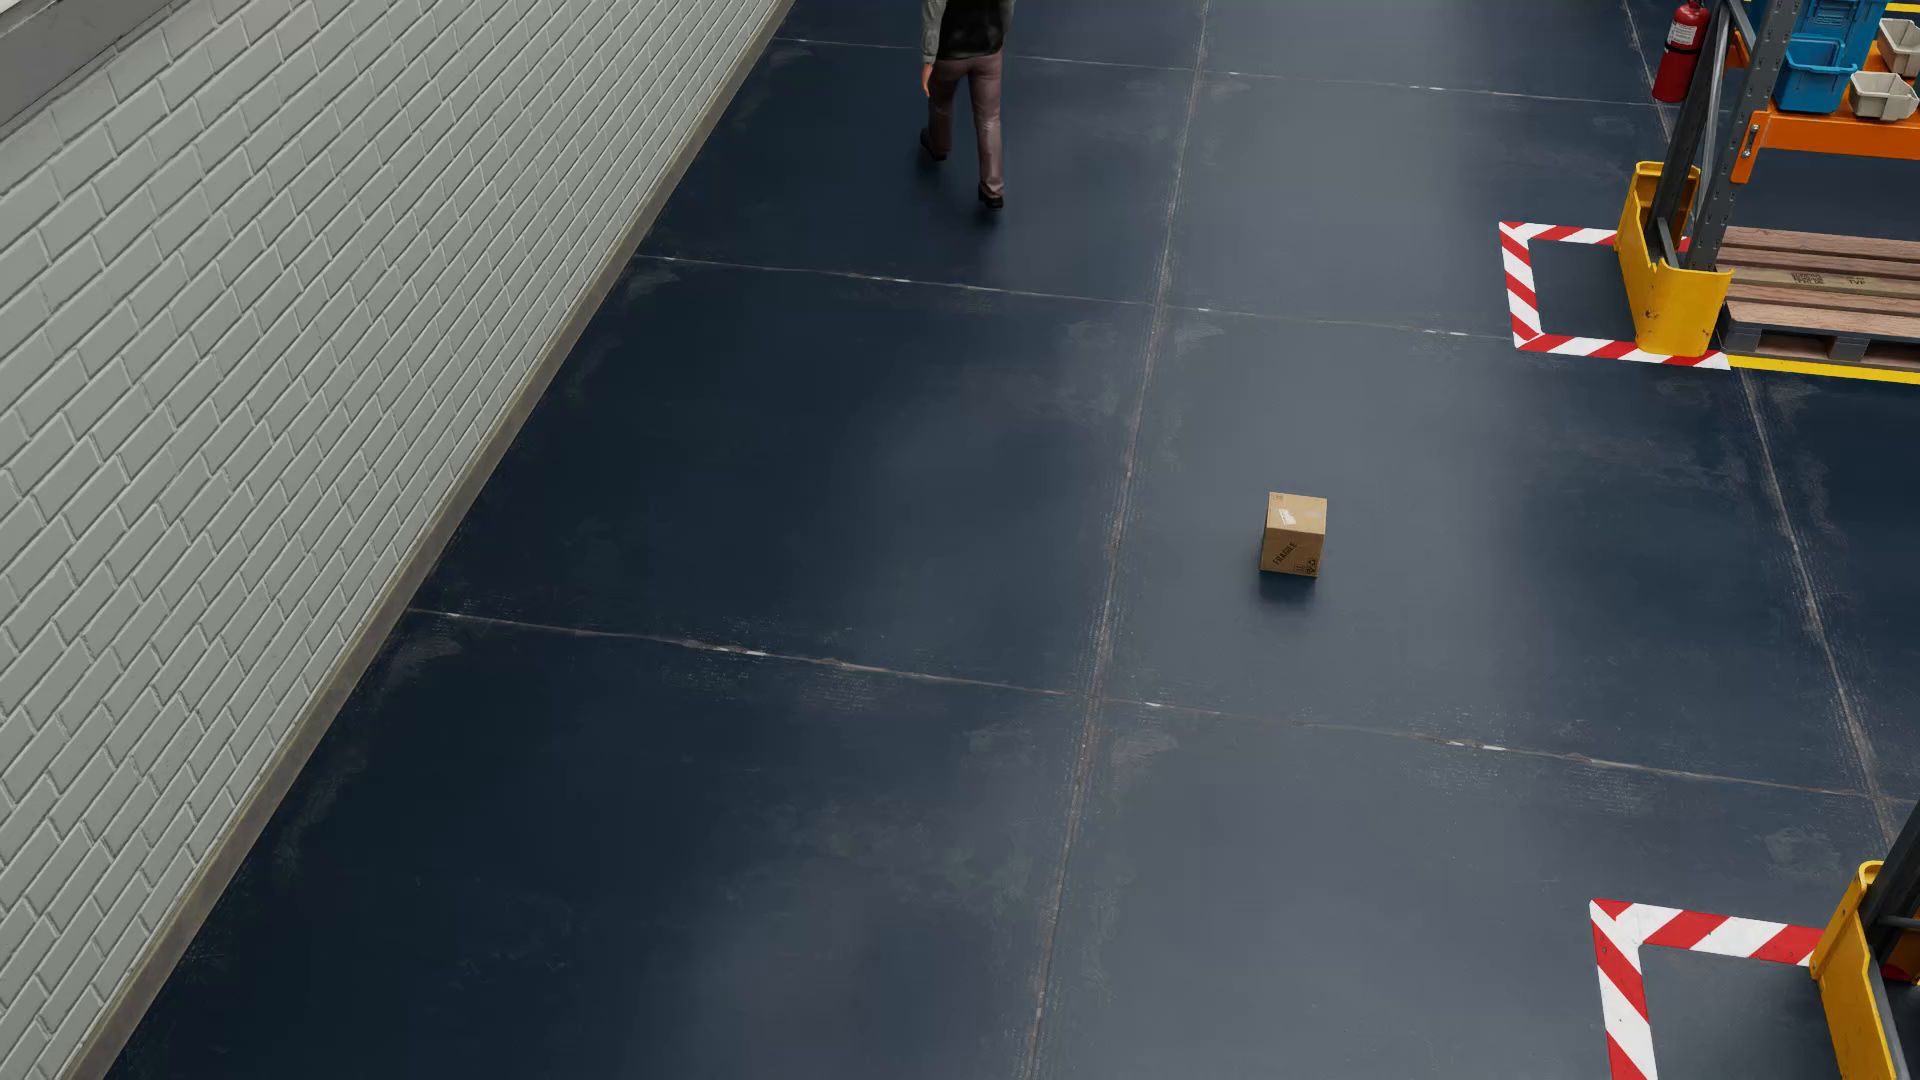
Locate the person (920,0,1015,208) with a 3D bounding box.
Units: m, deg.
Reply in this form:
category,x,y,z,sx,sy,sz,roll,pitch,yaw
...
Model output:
category,x,y,z,sx,sy,sz,roll,pitch,yaw
person,0.029,-2.817,9.511,0.563,1.669,1.067,-6,41,-7
